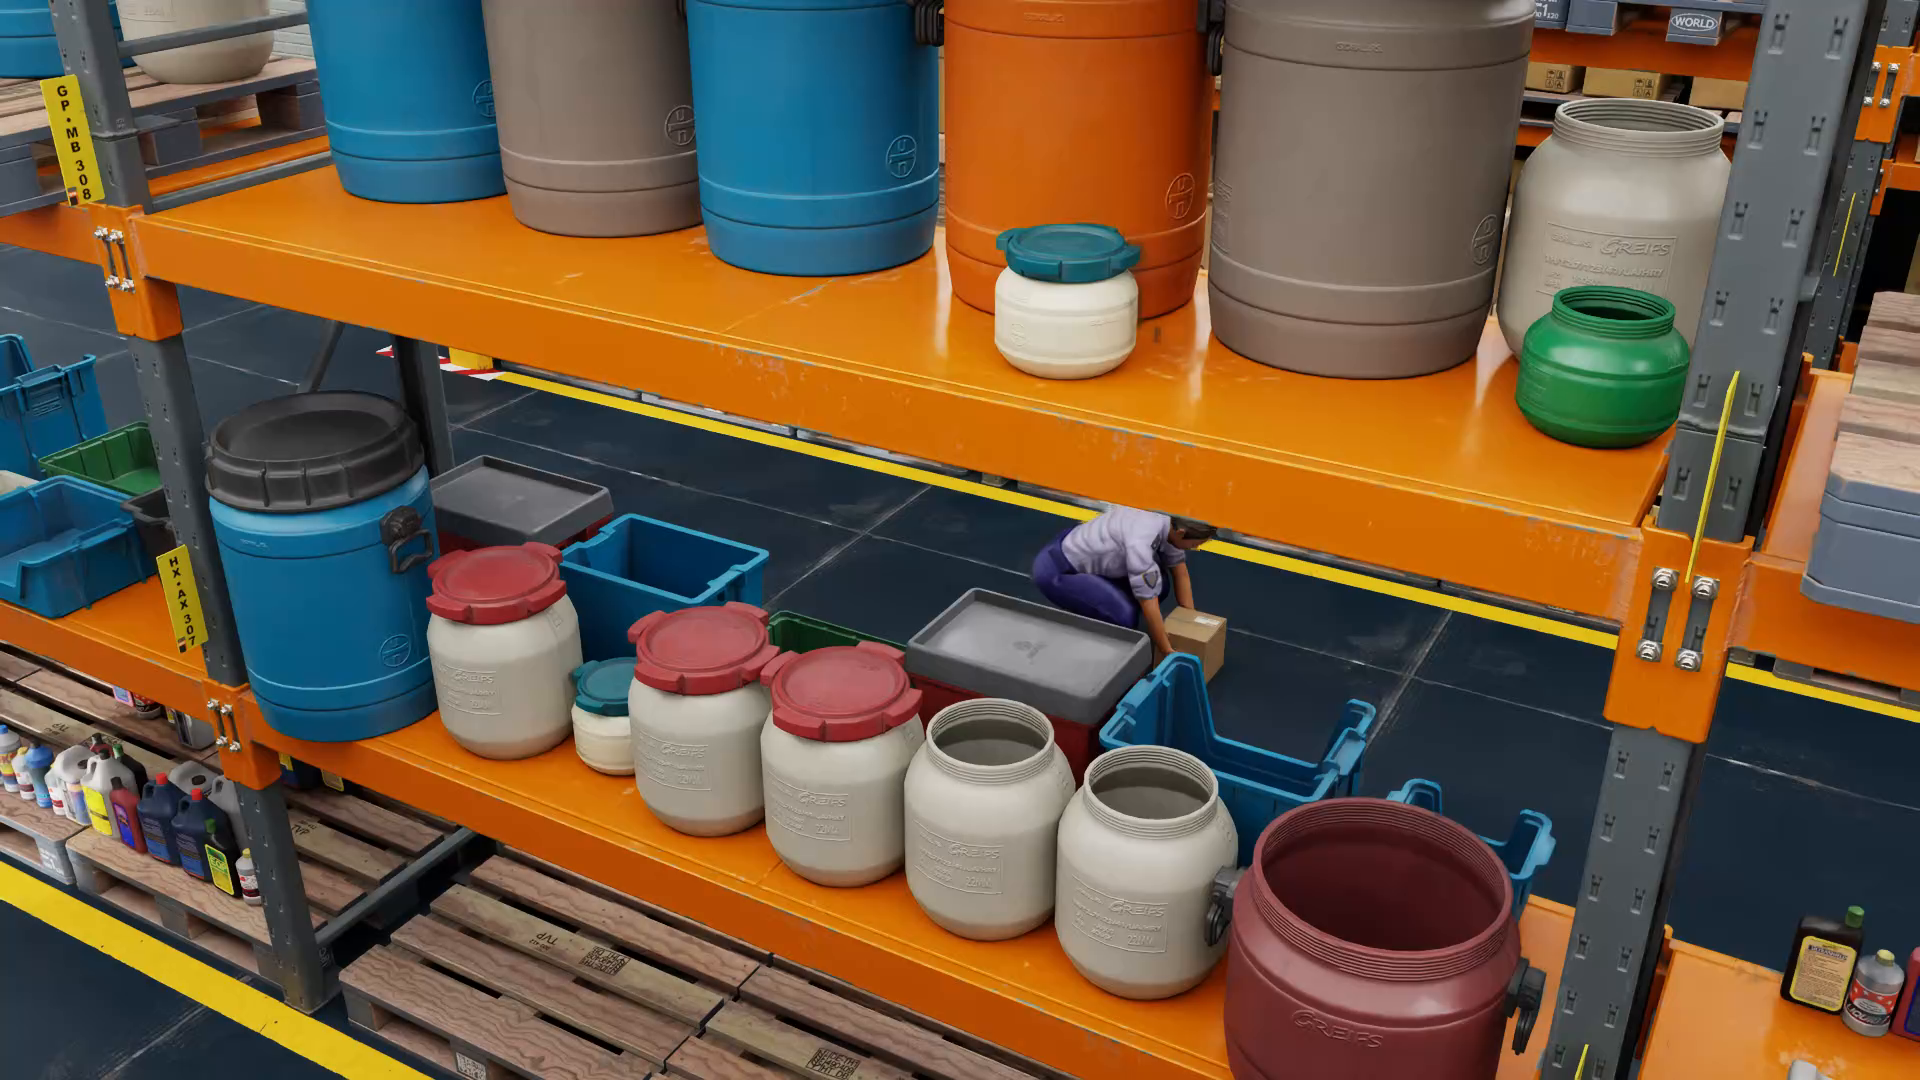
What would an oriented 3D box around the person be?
[{"bbox_3d":[0.763,0.162,7.731,0.831,0.831,0.527,14,30,26],"label":"person"}]
